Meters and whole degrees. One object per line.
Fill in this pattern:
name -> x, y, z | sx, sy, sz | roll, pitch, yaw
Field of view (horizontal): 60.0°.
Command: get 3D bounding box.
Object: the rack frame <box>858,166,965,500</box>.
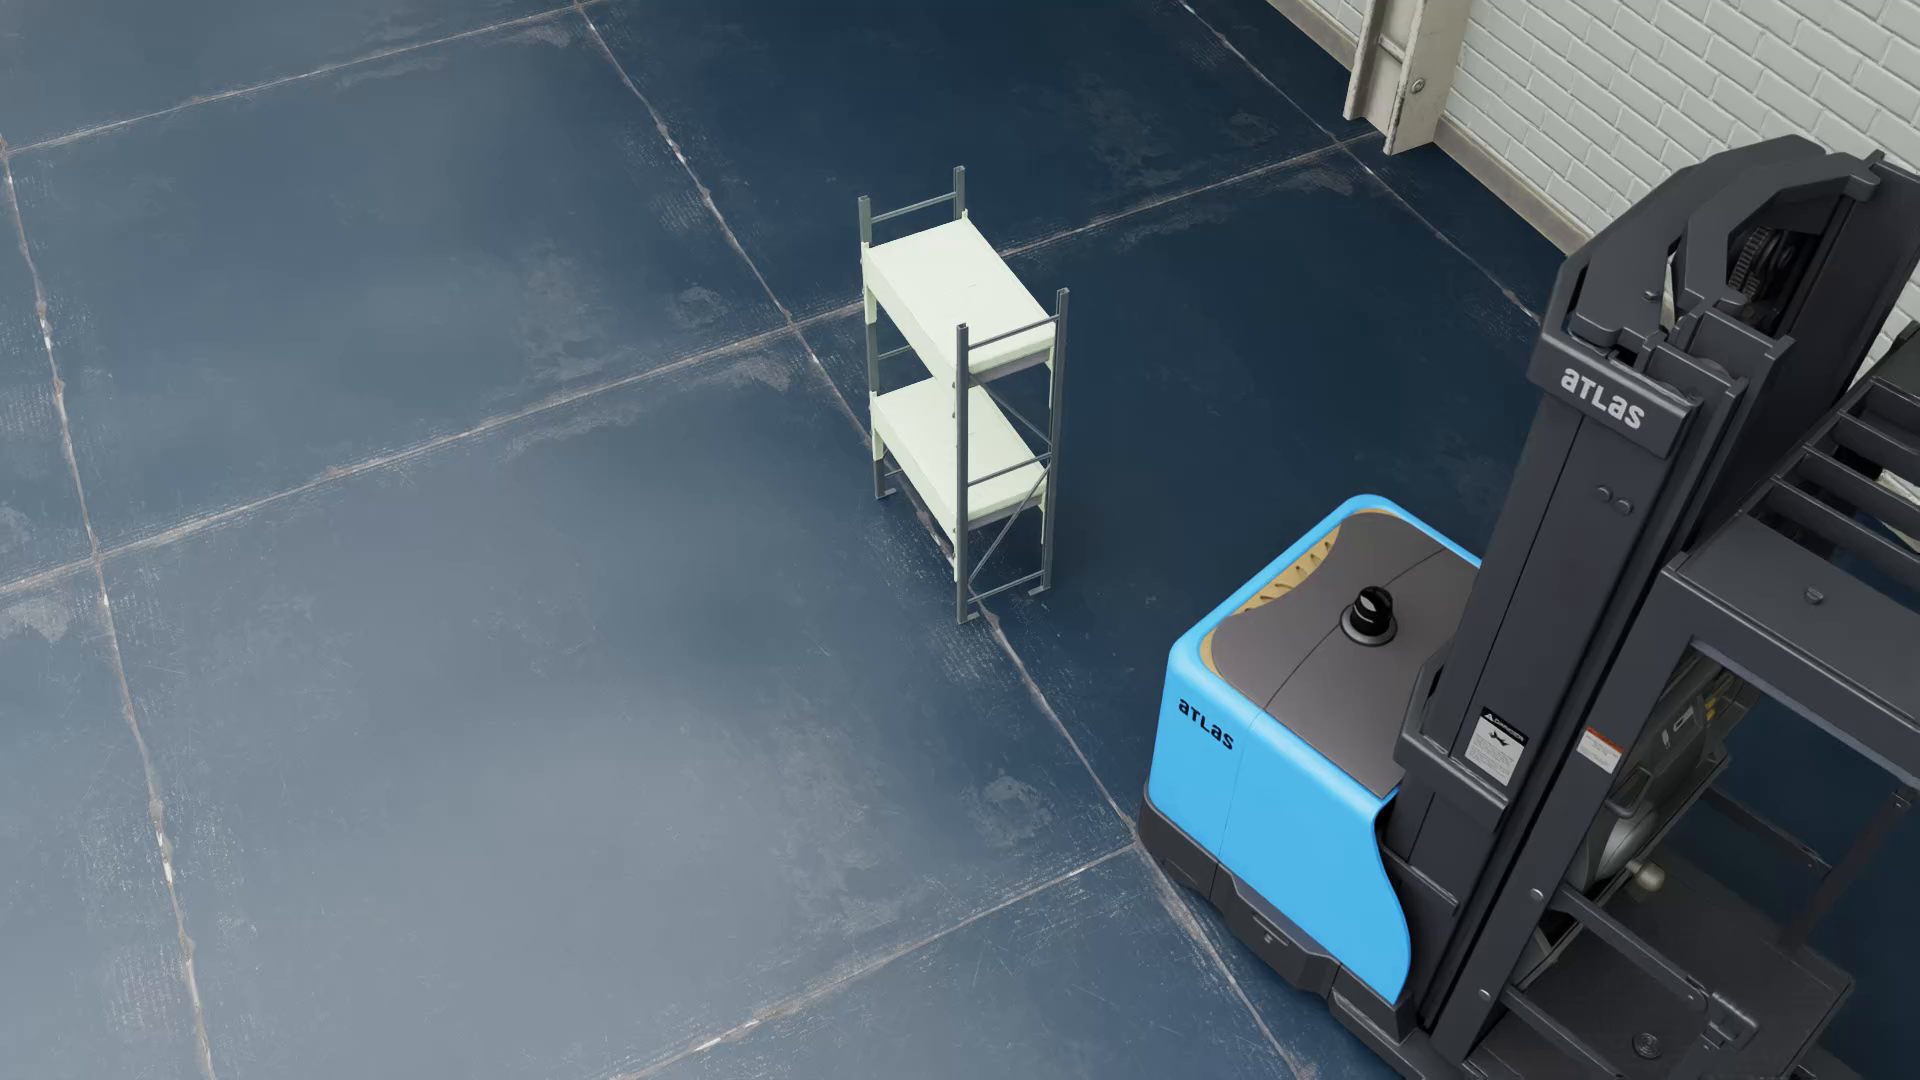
rack frame -> -0.164, -0.734, 6.288 | 0.400, 1.500, 0.023 | -21, 52, -18

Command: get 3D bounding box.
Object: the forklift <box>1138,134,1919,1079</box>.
forklift -> 1.988, 0.622, 4.152 | 1.130, 2.935, 3.031 | -36, 58, -27

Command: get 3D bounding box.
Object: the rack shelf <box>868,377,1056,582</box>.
rack shelf -> 0.003, -0.275, 6.320 | 0.431, 0.370, 0.720 | -21, 52, -18

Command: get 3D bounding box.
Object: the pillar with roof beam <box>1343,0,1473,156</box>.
pillar with roof beam -> -1.635, -3.588, 3.803 | 9.100, 9.000, 0.400 | -21, 52, -18

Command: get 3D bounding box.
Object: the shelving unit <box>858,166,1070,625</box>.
shelving unit -> 0.003, -0.489, 6.074 | 0.431, 1.500, 0.755 | -21, 52, -18

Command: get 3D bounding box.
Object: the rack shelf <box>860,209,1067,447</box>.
rack shelf -> 0.003, -0.746, 5.780 | 0.431, 0.370, 0.720 | -21, 52, -18

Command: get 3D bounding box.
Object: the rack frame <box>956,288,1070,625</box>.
rack frame -> 0.171, -0.244, 5.860 | 0.400, 1.500, 0.023 | -21, 52, -18
